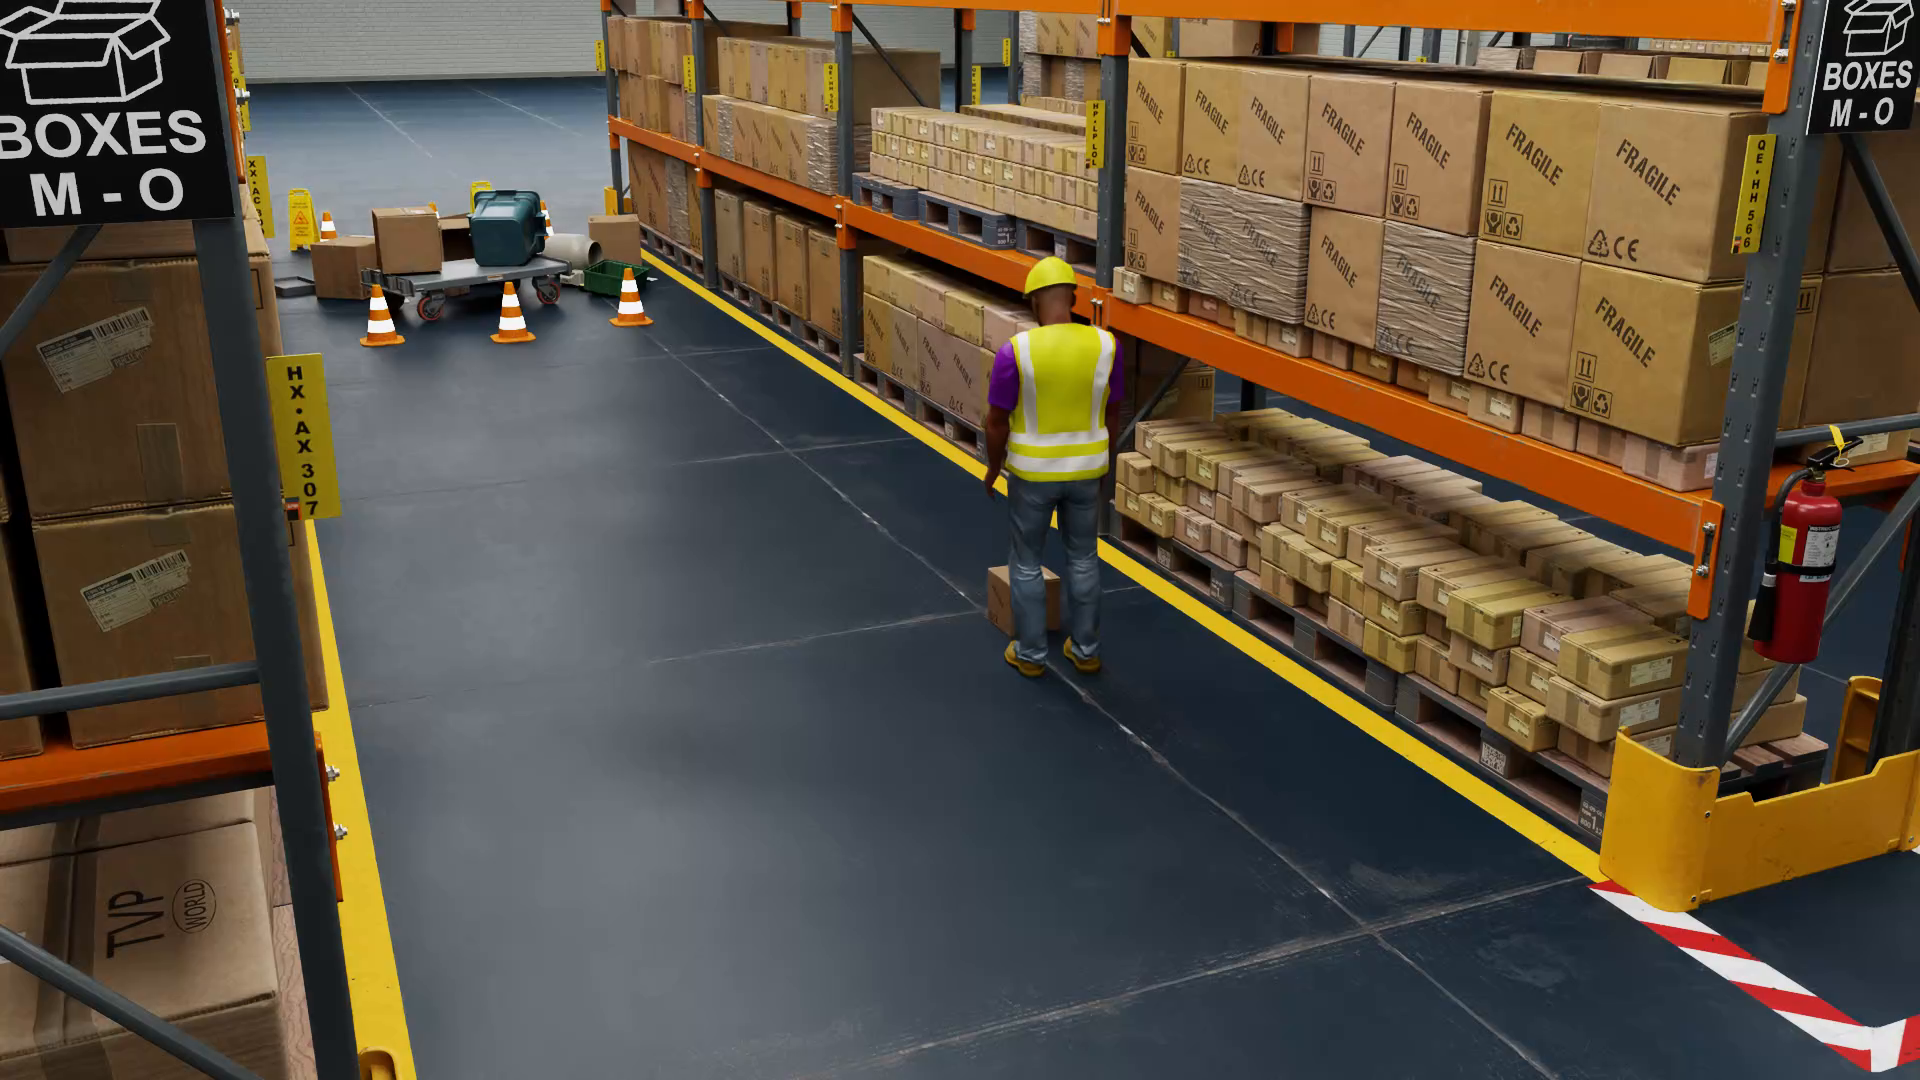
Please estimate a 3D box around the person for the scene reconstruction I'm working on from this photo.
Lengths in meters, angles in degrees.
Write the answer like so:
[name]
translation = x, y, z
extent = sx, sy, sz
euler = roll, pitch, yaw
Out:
[person]
translation = 0.380, -0.291, 6.906
extent = 0.573, 1.751, 0.384
euler = -4, 19, -12
